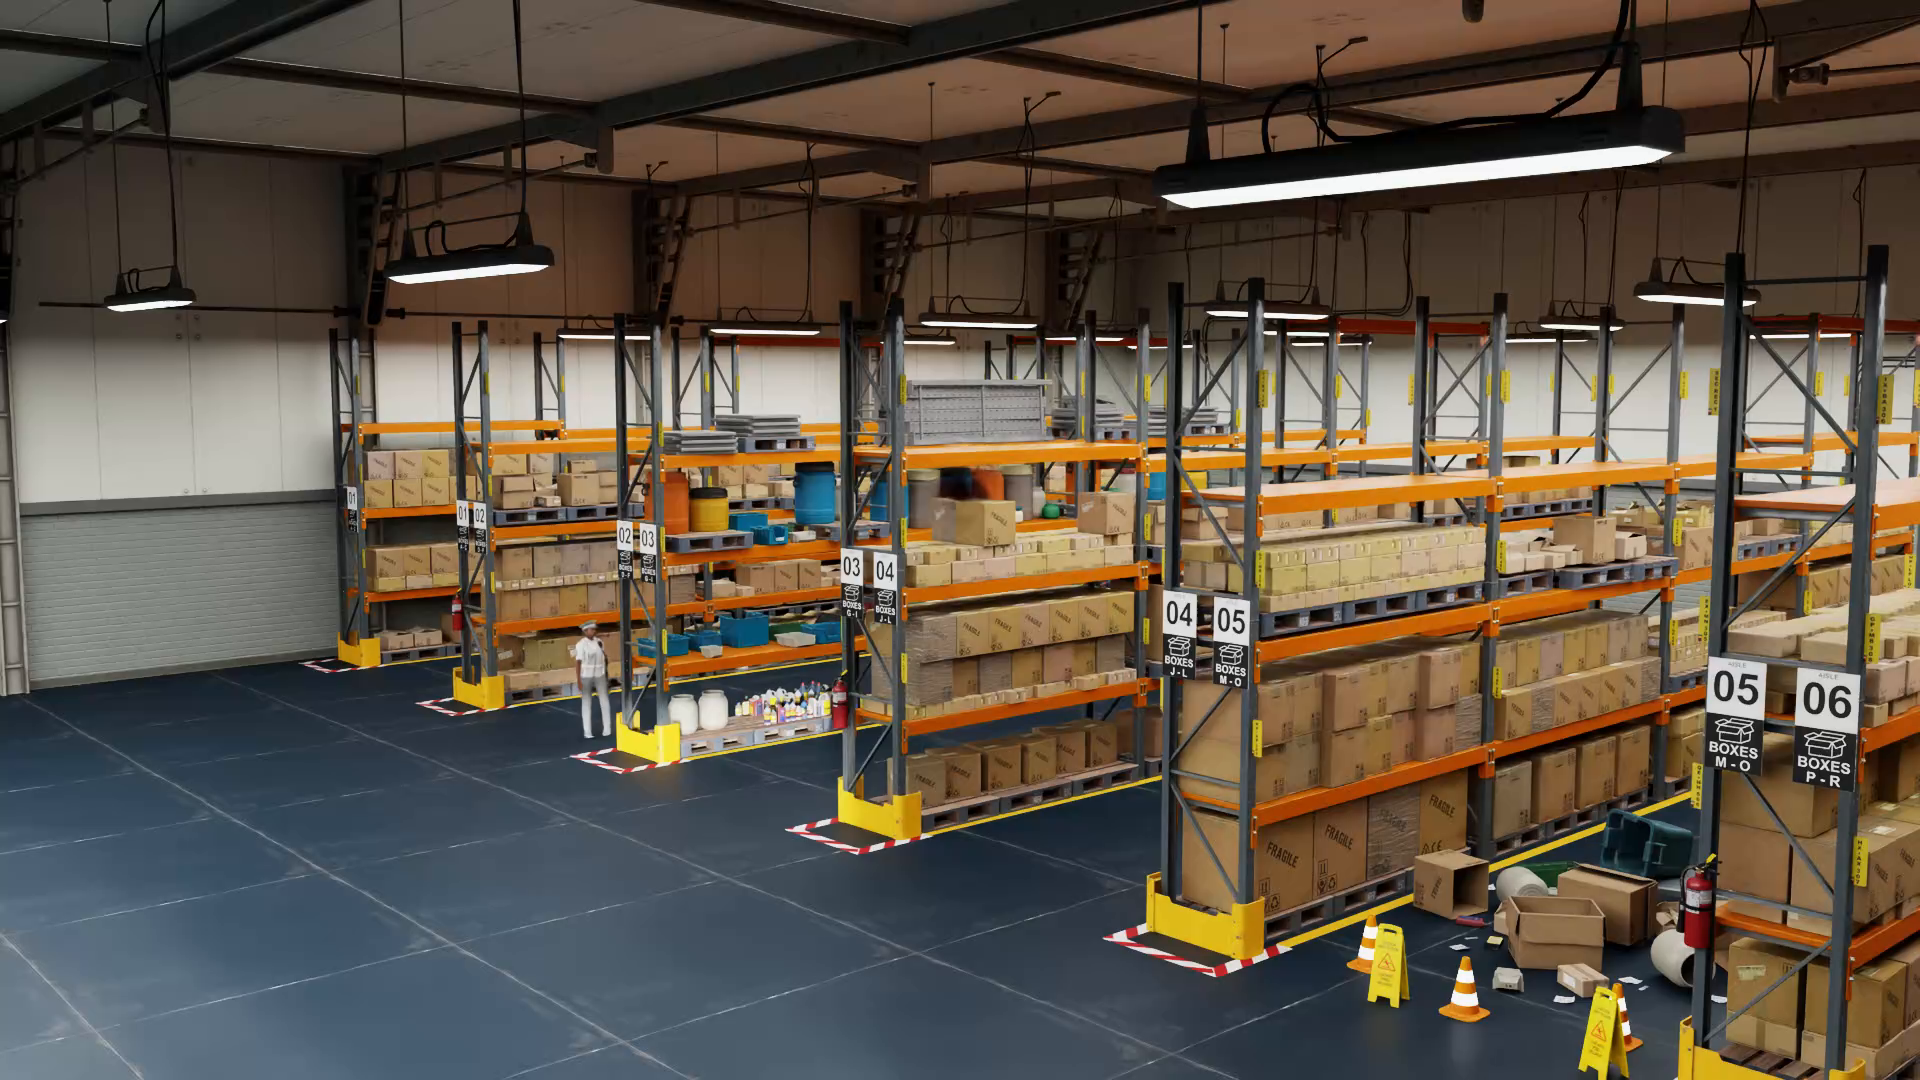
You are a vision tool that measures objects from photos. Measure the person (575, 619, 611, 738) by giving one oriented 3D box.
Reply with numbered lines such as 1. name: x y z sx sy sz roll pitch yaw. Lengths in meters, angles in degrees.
1. person: -5.261 1.990 23.870 0.501 1.722 0.423 -2 6 -17

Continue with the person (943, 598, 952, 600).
1. person: -0.233 1.284 30.742 1.029 1.620 0.654 -5 7 -40
